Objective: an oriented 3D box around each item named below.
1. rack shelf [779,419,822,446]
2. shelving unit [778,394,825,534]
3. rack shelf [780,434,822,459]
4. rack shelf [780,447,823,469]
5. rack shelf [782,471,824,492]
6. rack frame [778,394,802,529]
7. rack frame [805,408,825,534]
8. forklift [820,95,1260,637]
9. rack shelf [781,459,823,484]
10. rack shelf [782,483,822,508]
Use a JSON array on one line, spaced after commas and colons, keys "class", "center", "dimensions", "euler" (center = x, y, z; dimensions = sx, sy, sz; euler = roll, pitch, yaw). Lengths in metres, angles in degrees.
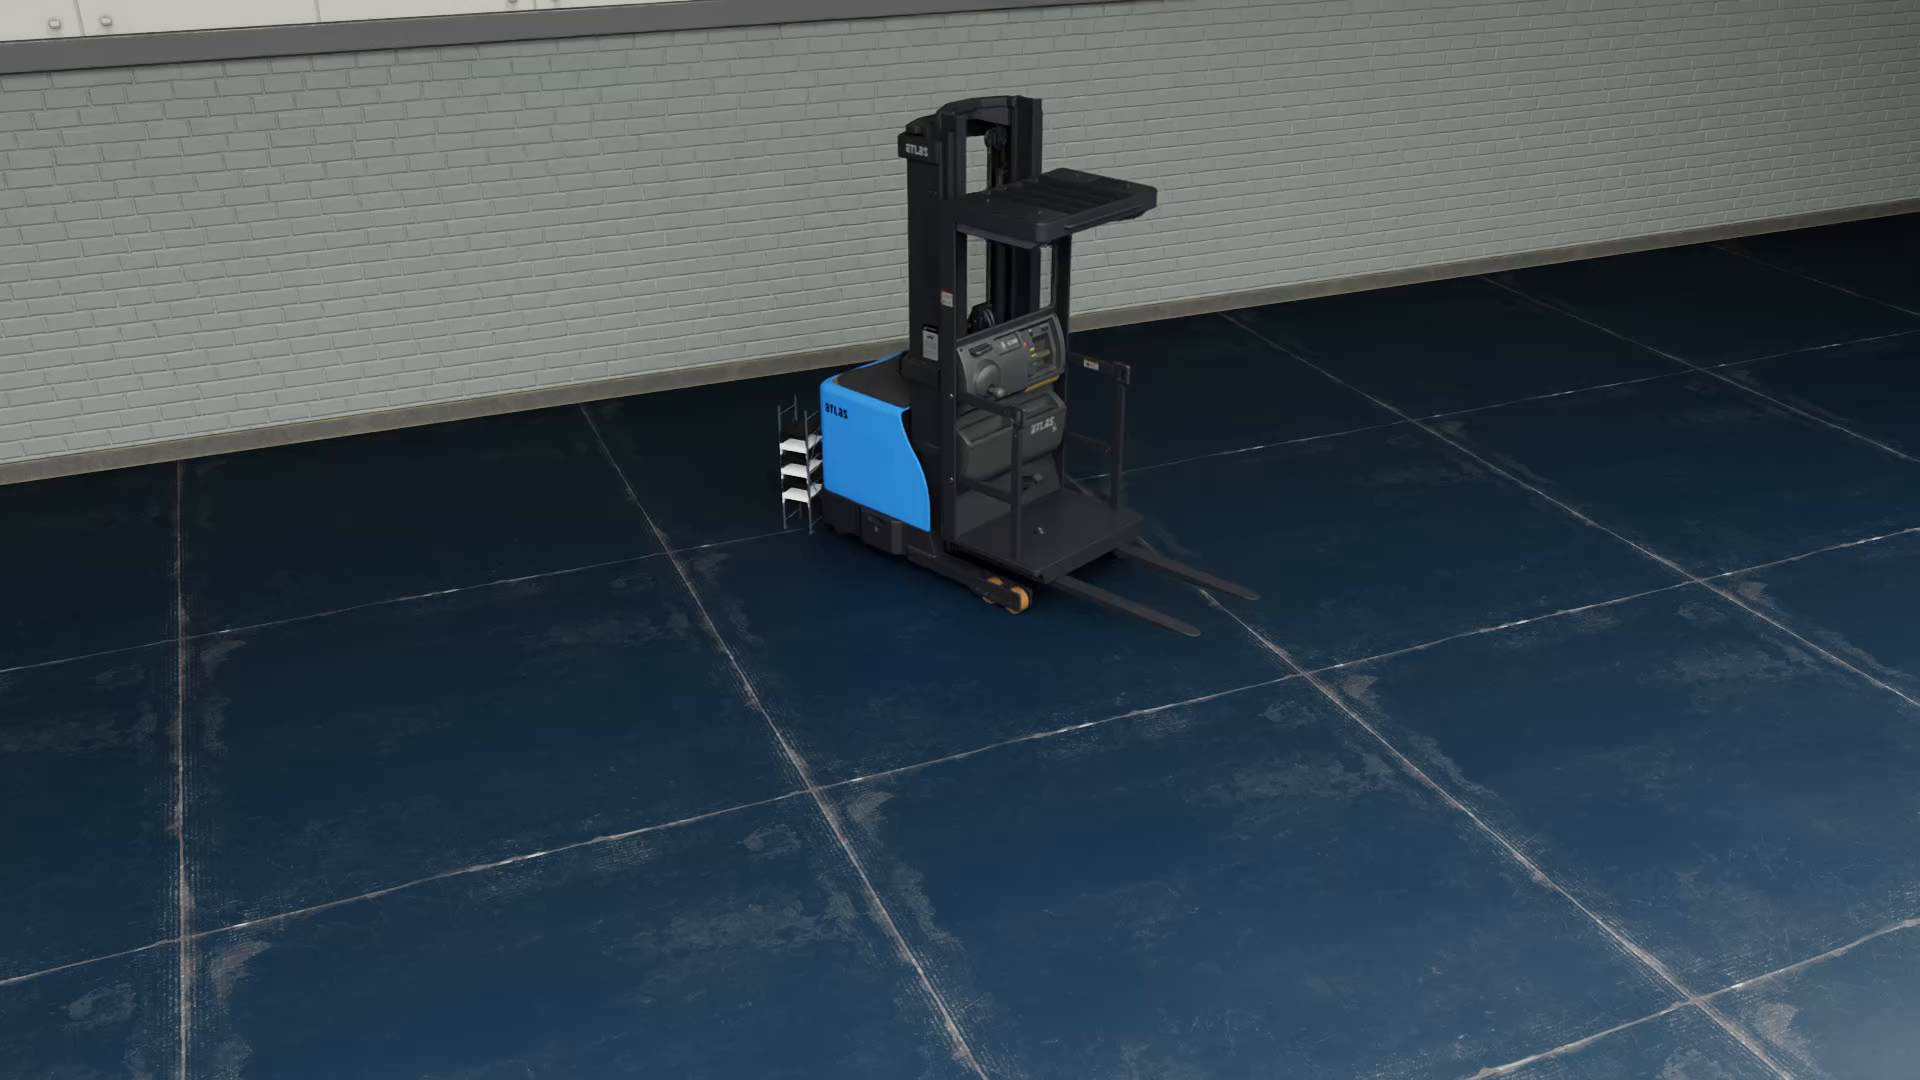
[{"class": "rack shelf", "center": [-1.063, -0.722, 11.164], "dimensions": [0.200, 0.077, 0.258], "euler": [11, 28, 22]}, {"class": "shelving unit", "center": [-1.063, -0.510, 11.268], "dimensions": [0.210, 0.900, 0.258], "euler": [11, 28, 22]}, {"class": "rack shelf", "center": [-1.063, -0.641, 11.204], "dimensions": [0.200, 0.077, 0.258], "euler": [11, 28, 22]}, {"class": "rack shelf", "center": [-1.063, -0.561, 11.243], "dimensions": [0.200, 0.077, 0.258], "euler": [11, 28, 22]}, {"class": "rack shelf", "center": [-1.063, -0.399, 11.322], "dimensions": [0.200, 0.077, 0.258], "euler": [11, 28, 22]}, {"class": "rack frame", "center": [-1.156, -0.528, 11.306], "dimensions": [0.006, 0.900, 0.240], "euler": [11, 28, 22]}, {"class": "rack frame", "center": [-0.971, -0.491, 11.231], "dimensions": [0.006, 0.900, 0.240], "euler": [11, 28, 22]}, {"class": "forklift", "center": [0.480, -1.118, 10.200], "dimensions": [3.031, 2.935, 1.130], "euler": [22, 34, 38]}, {"class": "rack shelf", "center": [-1.063, -0.480, 11.283], "dimensions": [0.200, 0.077, 0.258], "euler": [11, 28, 22]}, {"class": "rack shelf", "center": [-1.063, -0.318, 11.362], "dimensions": [0.200, 0.077, 0.258], "euler": [11, 28, 22]}]
